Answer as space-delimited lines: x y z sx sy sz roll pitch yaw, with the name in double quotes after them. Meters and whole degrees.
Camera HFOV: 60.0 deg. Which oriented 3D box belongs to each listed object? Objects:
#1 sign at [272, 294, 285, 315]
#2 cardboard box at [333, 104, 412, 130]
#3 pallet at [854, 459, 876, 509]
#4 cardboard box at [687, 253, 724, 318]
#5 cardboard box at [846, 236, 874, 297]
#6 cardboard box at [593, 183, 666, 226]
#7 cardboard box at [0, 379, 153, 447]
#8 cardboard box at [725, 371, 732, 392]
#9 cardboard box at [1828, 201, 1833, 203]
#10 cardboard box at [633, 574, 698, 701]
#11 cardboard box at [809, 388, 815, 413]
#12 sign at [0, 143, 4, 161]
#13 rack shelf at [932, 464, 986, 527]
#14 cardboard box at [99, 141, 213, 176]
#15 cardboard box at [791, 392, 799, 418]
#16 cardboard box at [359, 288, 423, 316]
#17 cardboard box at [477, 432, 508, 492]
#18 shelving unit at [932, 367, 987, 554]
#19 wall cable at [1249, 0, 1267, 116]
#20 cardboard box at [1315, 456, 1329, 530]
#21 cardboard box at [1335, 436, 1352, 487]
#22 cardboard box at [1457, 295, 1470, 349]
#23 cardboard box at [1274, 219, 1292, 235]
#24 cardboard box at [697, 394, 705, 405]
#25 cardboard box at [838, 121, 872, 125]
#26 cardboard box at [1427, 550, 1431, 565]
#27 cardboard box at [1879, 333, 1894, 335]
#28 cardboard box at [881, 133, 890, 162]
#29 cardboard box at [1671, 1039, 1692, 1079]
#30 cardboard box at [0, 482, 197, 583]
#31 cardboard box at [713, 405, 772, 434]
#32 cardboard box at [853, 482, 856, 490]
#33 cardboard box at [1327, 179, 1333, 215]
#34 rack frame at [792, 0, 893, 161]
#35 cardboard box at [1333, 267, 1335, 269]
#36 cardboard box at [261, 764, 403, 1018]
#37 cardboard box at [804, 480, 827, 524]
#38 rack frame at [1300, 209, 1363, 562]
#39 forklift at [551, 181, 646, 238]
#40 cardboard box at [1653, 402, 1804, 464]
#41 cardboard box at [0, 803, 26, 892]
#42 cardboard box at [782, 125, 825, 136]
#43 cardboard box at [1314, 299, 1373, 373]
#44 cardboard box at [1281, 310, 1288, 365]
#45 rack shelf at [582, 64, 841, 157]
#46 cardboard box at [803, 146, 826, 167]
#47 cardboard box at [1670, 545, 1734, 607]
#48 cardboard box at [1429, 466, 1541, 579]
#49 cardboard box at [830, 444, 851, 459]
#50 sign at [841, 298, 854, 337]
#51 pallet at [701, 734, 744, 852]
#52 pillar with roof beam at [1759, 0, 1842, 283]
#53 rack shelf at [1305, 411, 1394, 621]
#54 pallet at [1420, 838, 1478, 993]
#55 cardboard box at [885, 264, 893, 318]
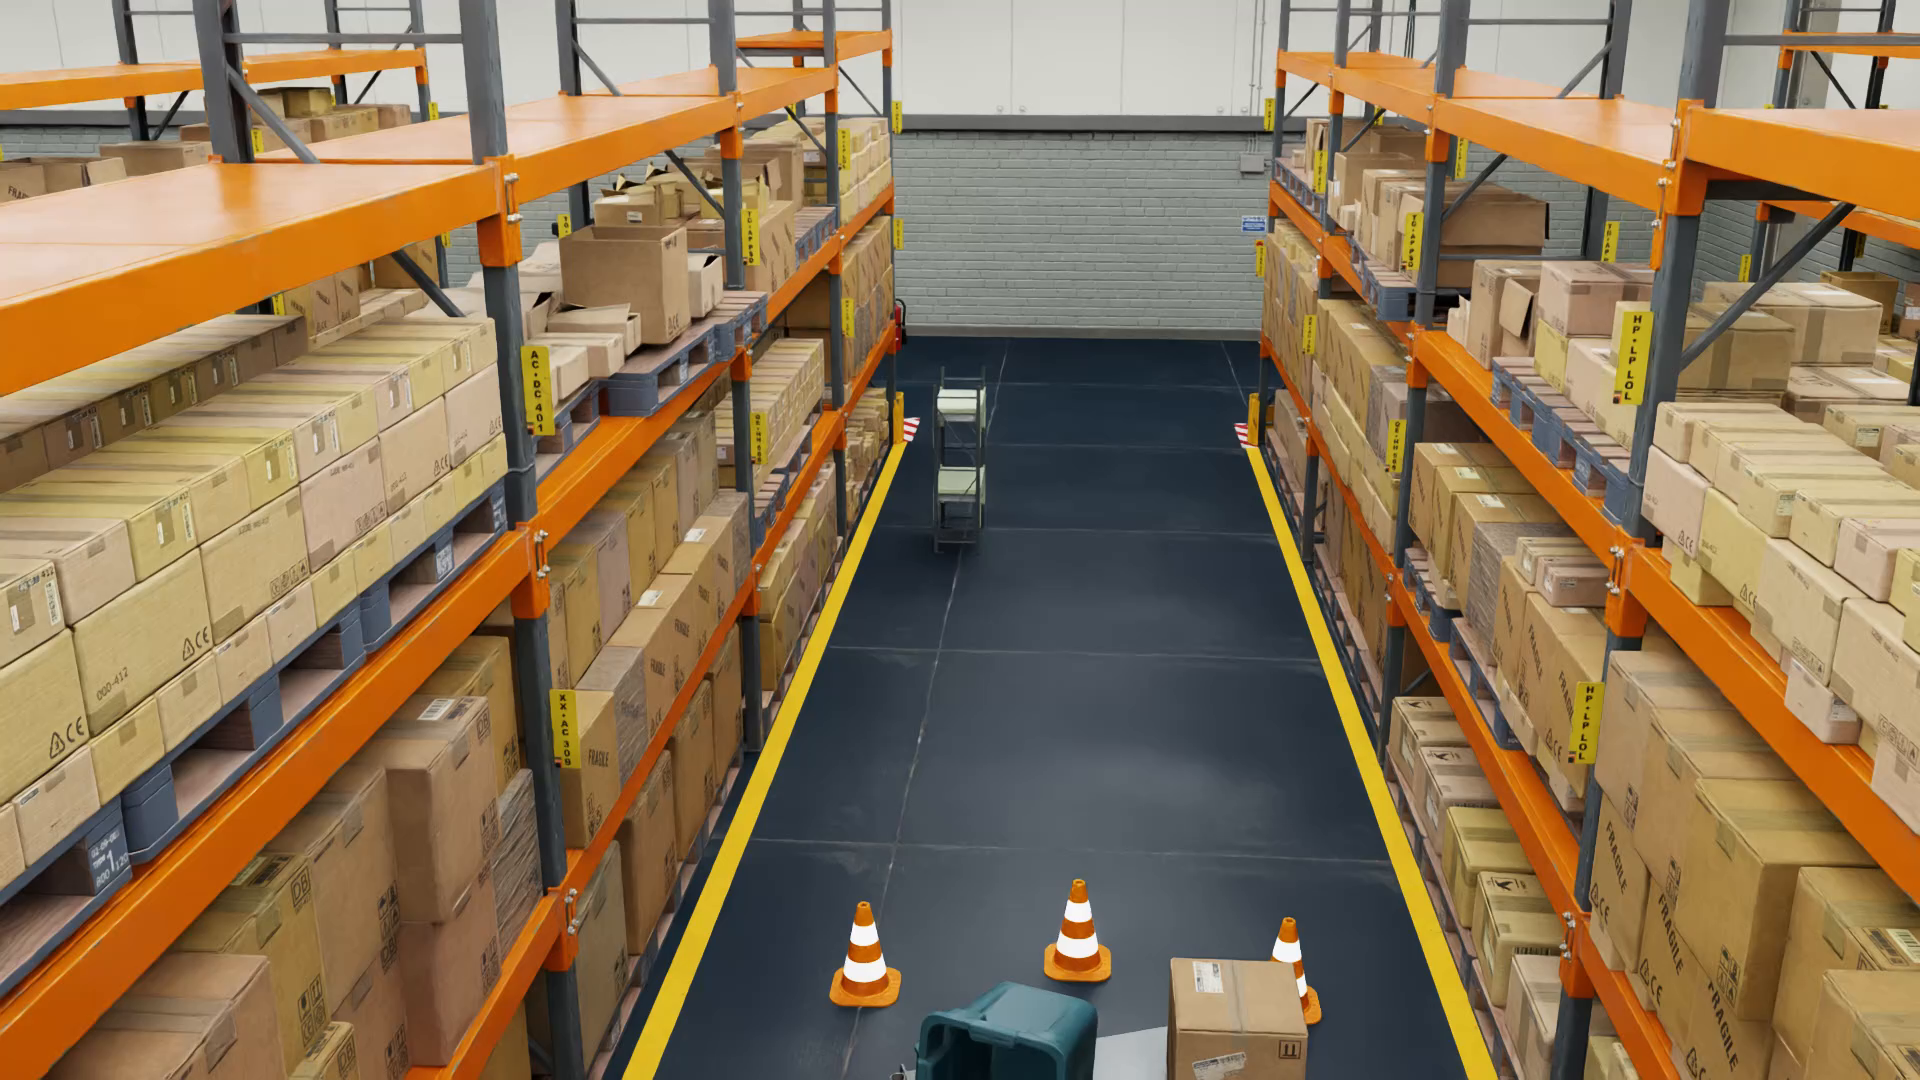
-5.891 -1.968 14.379 0.100 0.325 0.005 1 18 4 "sign"
-6.130 -4.264 17.306 0.700 0.500 0.500 0 18 1 "cardboard box"
-1.396 -0.586 16.374 1.003 0.211 1.213 1 18 4 "pallet"
-1.556 -1.379 8.804 0.500 0.311 0.500 1 18 4 "cardboard box"
-1.091 -2.597 15.789 0.500 0.500 0.500 1 18 2 "cardboard box"
-2.010 -2.048 10.149 0.396 0.266 0.258 1 18 4 "cardboard box"
-2.503 -0.347 4.637 0.380 0.149 0.250 1 18 5 "cardboard box"
-2.015 -1.271 13.236 0.380 0.149 0.250 2 18 5 "cardboard box"
8.318 -3.192 15.433 0.380 0.149 0.250 1 18 3 "cardboard box"
-1.650 0.488 8.456 0.500 0.500 0.500 2 18 5 "cardboard box"
-1.362 -1.117 13.242 0.380 0.149 0.250 1 18 4 "cardboard box"
-10.537 -4.186 18.230 0.100 0.325 0.005 1 18 4 "sign"
0.000 -0.401 14.785 0.431 0.370 0.720 1 18 4 "rack shelf"
-6.465 -2.956 13.476 0.700 0.500 0.500 2 18 5 "cardboard box"
-1.416 -1.006 12.428 0.380 0.149 0.250 1 18 4 "cardboard box"
-5.954 -2.463 17.385 0.500 0.250 0.500 1 18 3 "cardboard box"
-1.774 -0.270 5.682 0.380 0.149 0.250 1 18 4 "cardboard box"
0.000 -0.711 14.683 0.431 1.500 0.755 1 18 4 "shelving unit"
3.865 -7.109 22.167 0.463 3.000 0.029 1 18 4 "wall cable"
3.603 -0.418 14.821 0.875 0.438 0.875 1 18 3 "cardboard box"
3.023 -0.566 12.075 0.500 0.250 0.500 1 18 3 "cardboard box"
2.954 -1.189 9.133 0.396 0.266 0.258 1 18 4 "cardboard box"
3.436 -3.212 17.101 0.380 0.149 0.250 2 18 5 "cardboard box"
-2.088 -1.088 12.198 0.380 0.149 0.250 2 18 6 "cardboard box"
-1.070 -4.082 16.543 0.380 0.149 0.250 1 18 2 "cardboard box"
2.902 0.103 9.521 0.380 0.149 0.250 0 18 1 "cardboard box"
8.304 -1.838 15.477 0.500 0.250 0.500 1 18 2 "cardboard box"
-0.986 -4.007 16.957 0.500 0.250 0.500 1 18 2 "cardboard box"
2.528 1.690 5.350 0.380 0.149 0.250 2 18 6 "cardboard box"
-1.920 -0.019 3.633 0.380 0.149 0.250 1 18 3 "cardboard box"
-1.495 -0.824 11.393 0.380 0.149 0.250 1 18 2 "cardboard box"
-1.162 -0.434 15.334 0.380 0.149 0.250 1 18 4 "cardboard box"
3.066 -2.657 12.937 0.396 0.266 0.258 1 18 3 "cardboard box"
-1.207 -5.415 16.998 1.000 3.000 0.127 1 18 4 "rack frame"
3.283 -2.256 14.183 0.380 0.149 0.250 2 18 5 "cardboard box"
-2.227 1.030 4.988 0.875 0.550 0.550 1 18 4 "cardboard box"
-1.345 -0.294 13.138 0.500 0.250 0.500 2 18 7 "cardboard box"
3.451 -1.243 13.899 1.000 3.000 0.127 1 18 4 "rack frame"
-3.384 -2.215 16.976 3.031 2.935 1.130 14 23 36 "forklift"
2.530 -0.353 5.488 0.380 0.149 0.250 1 18 3 "cardboard box"
-1.973 0.595 3.040 0.380 0.149 0.250 1 18 4 "cardboard box"
-1.517 -3.931 16.083 0.380 0.149 0.250 2 18 5 "cardboard box"
3.133 -1.635 13.331 0.500 0.500 0.500 1 18 5 "cardboard box"
3.335 -1.919 15.802 0.500 0.500 0.500 2 18 6 "cardboard box"
-1.637 -3.020 11.485 1.077 0.370 4.000 1 18 4 "rack shelf"
-1.231 -3.188 13.816 0.380 0.149 0.250 1 18 3 "cardboard box"
2.534 0.107 5.366 0.380 0.149 0.250 1 18 4 "cardboard box"
2.871 -0.093 9.076 0.500 0.500 0.500 2 18 7 "cardboard box"
-1.218 -0.797 15.488 0.380 0.149 0.250 1 18 2 "cardboard box"
-0.939 -1.861 13.926 0.100 0.325 0.005 1 18 4 "sign"
-1.912 1.488 10.042 1.003 0.211 1.213 1 18 4 "pallet"
5.488 -6.140 19.210 9.100 9.000 0.400 1 18 4 "pillar with roof beam"
3.308 -0.280 12.116 1.077 0.370 4.000 1 18 4 "rack shelf"
3.017 1.945 8.648 1.003 0.211 1.213 1 18 4 "pallet"
-0.982 -2.608 17.427 0.500 0.500 0.500 2 18 5 "cardboard box"
